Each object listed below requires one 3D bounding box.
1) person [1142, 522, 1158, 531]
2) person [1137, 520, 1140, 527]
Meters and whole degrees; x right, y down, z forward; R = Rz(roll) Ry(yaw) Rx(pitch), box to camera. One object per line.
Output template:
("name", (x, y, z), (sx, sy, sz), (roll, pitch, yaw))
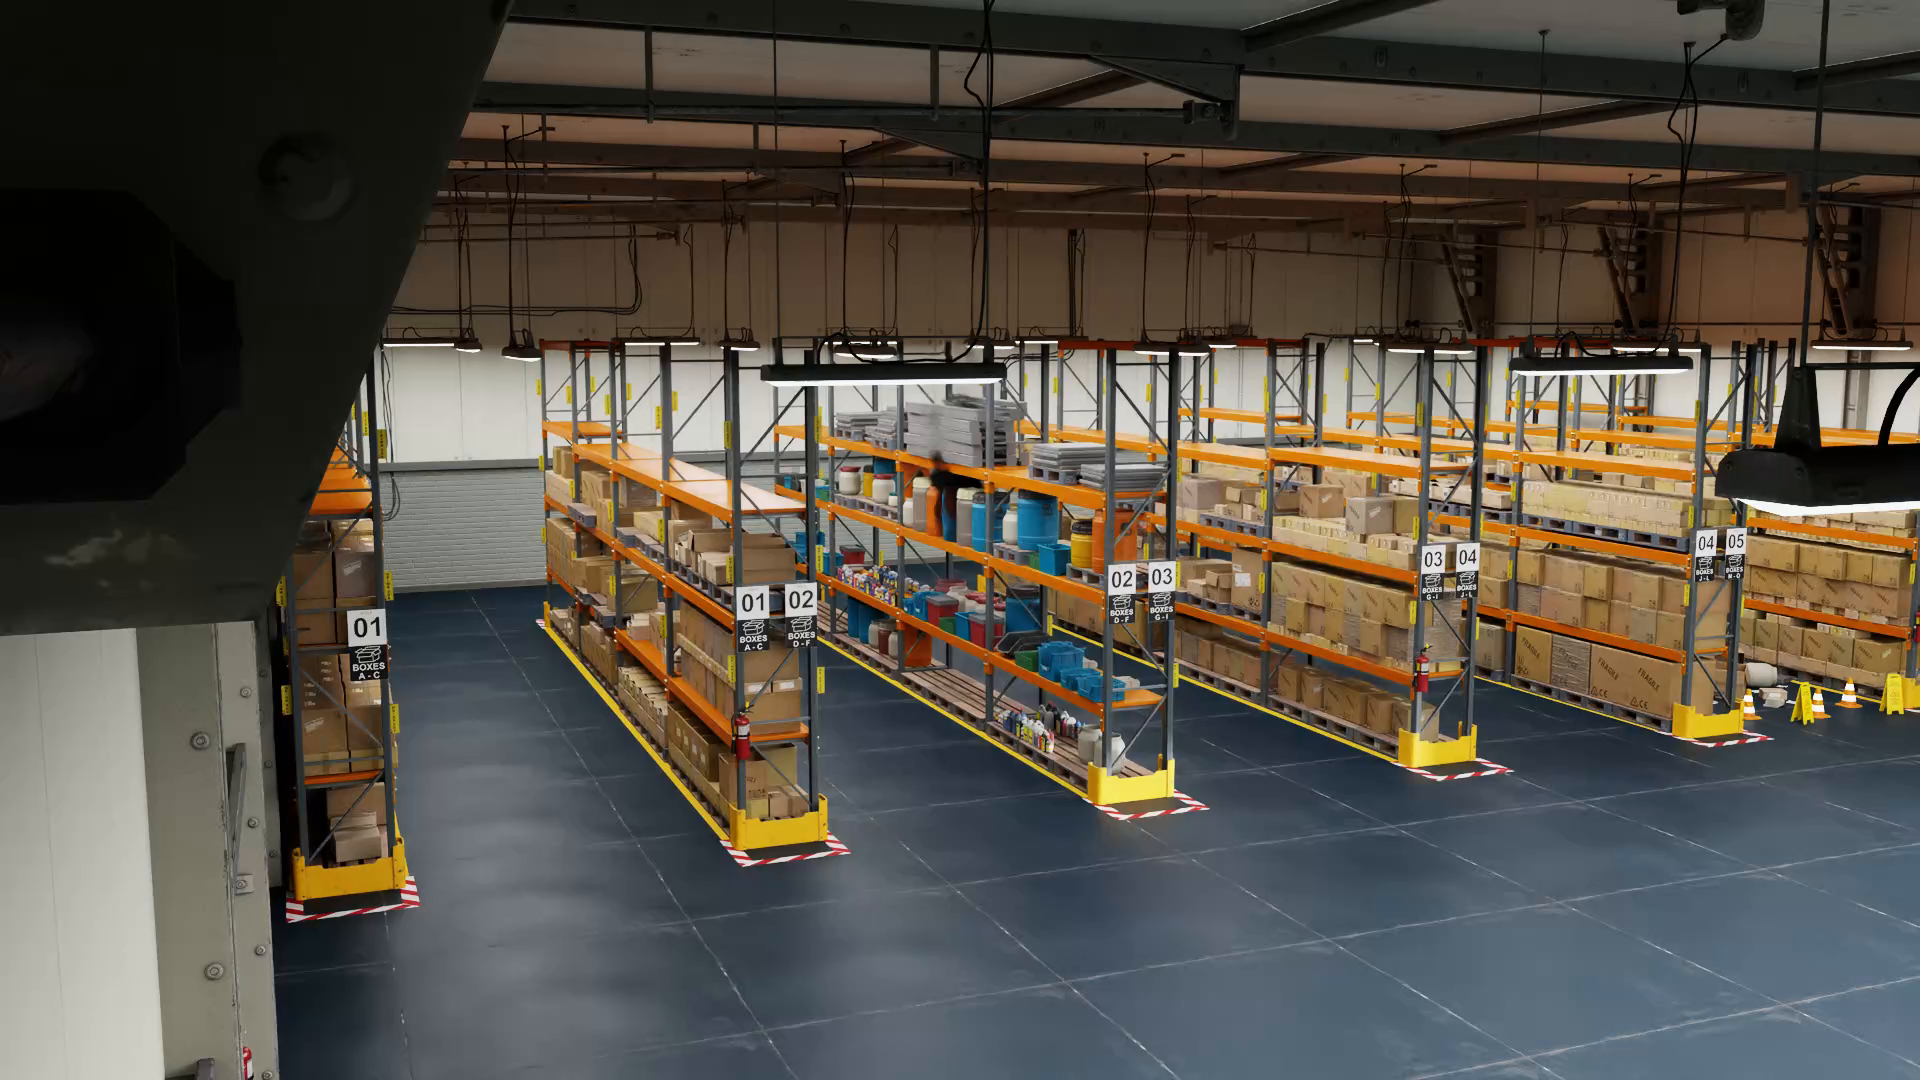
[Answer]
("person", (4.727, 0.095, 41.432), (0.793, 1.778, 0.768), (-4, 8, -27))
("person", (4.192, 0.249, 40.493), (0.694, 1.652, 0.555), (2, 8, 16))
